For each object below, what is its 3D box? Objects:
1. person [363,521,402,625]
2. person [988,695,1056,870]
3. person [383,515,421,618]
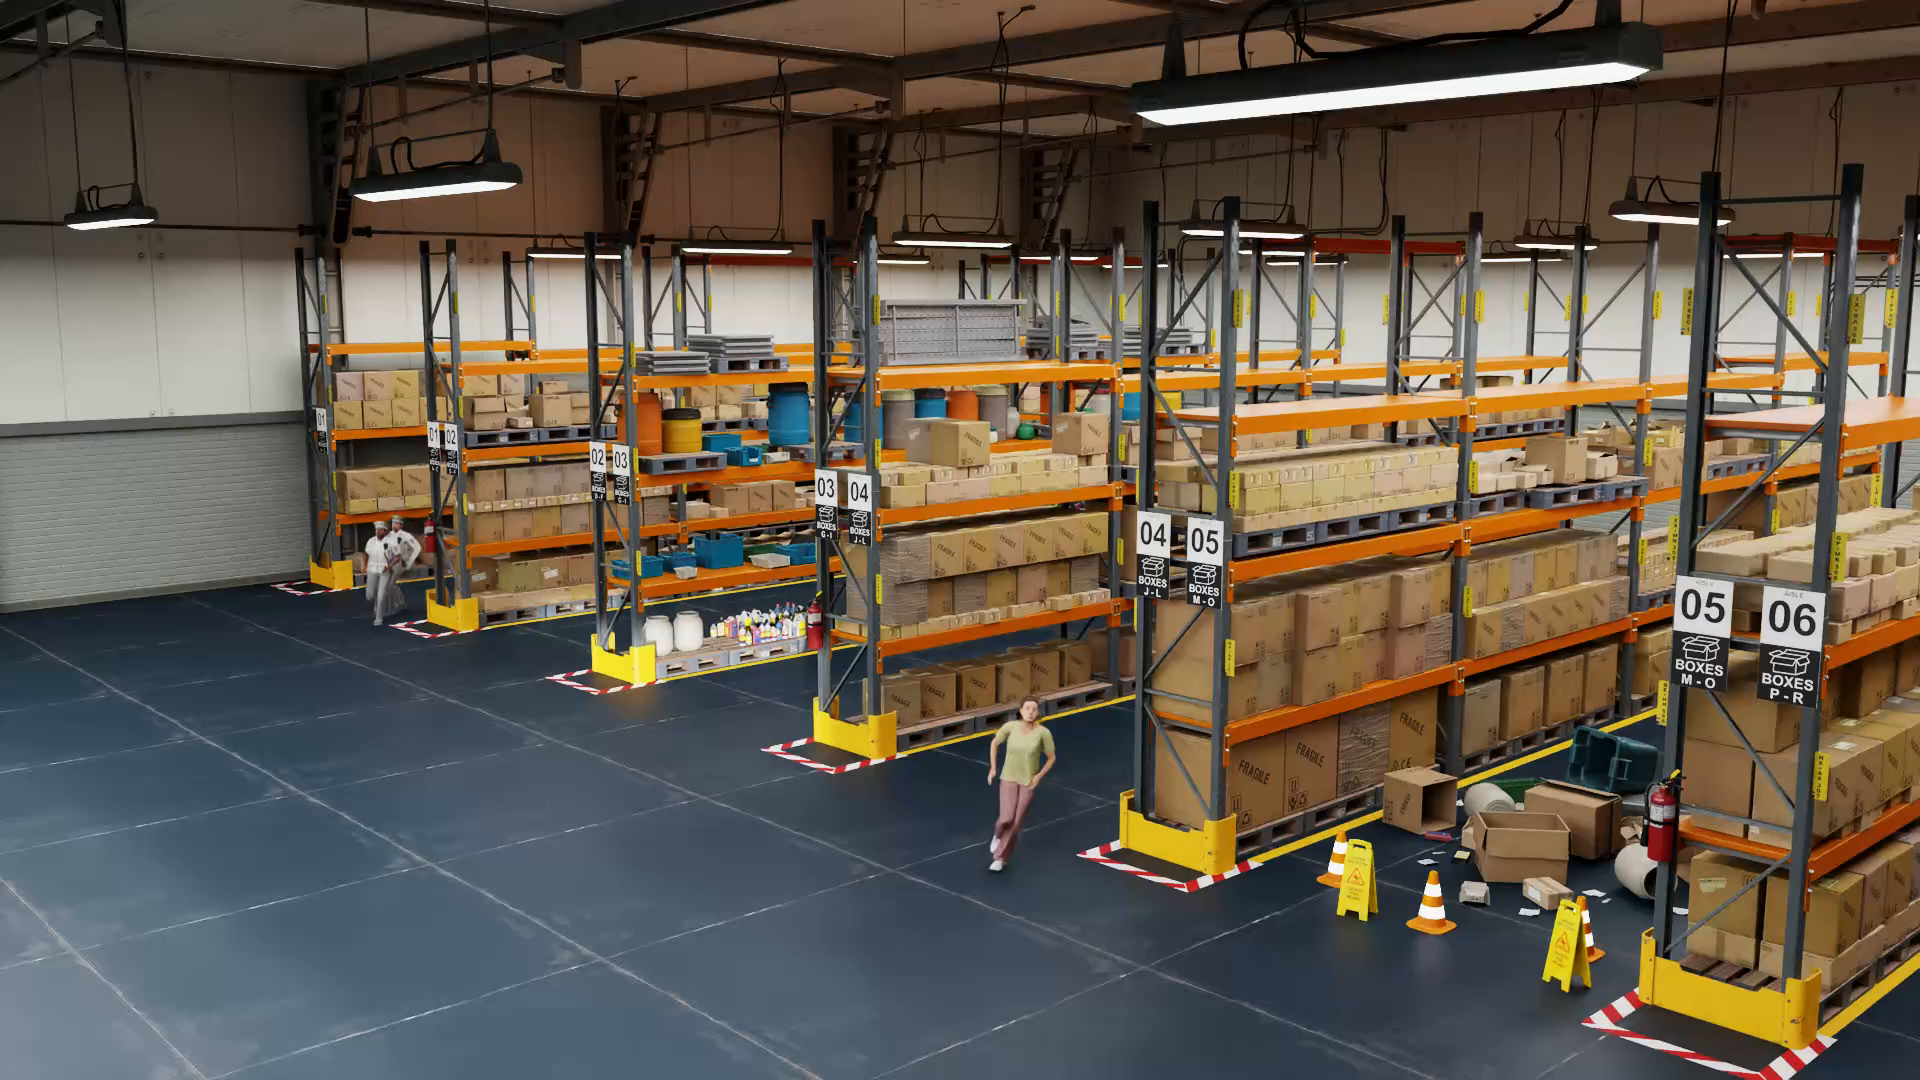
[{"bbox_3d":[-9.148,0.502,26.359,0.602,1.660,0.524,0,8,1],"label":"person"},{"bbox_3d":[0.553,2.194,14.965,0.613,1.596,0.515,1,8,5],"label":"person"},{"bbox_3d":[-9.111,0.415,26.915,0.628,1.682,0.646,5,10,29],"label":"person"}]
